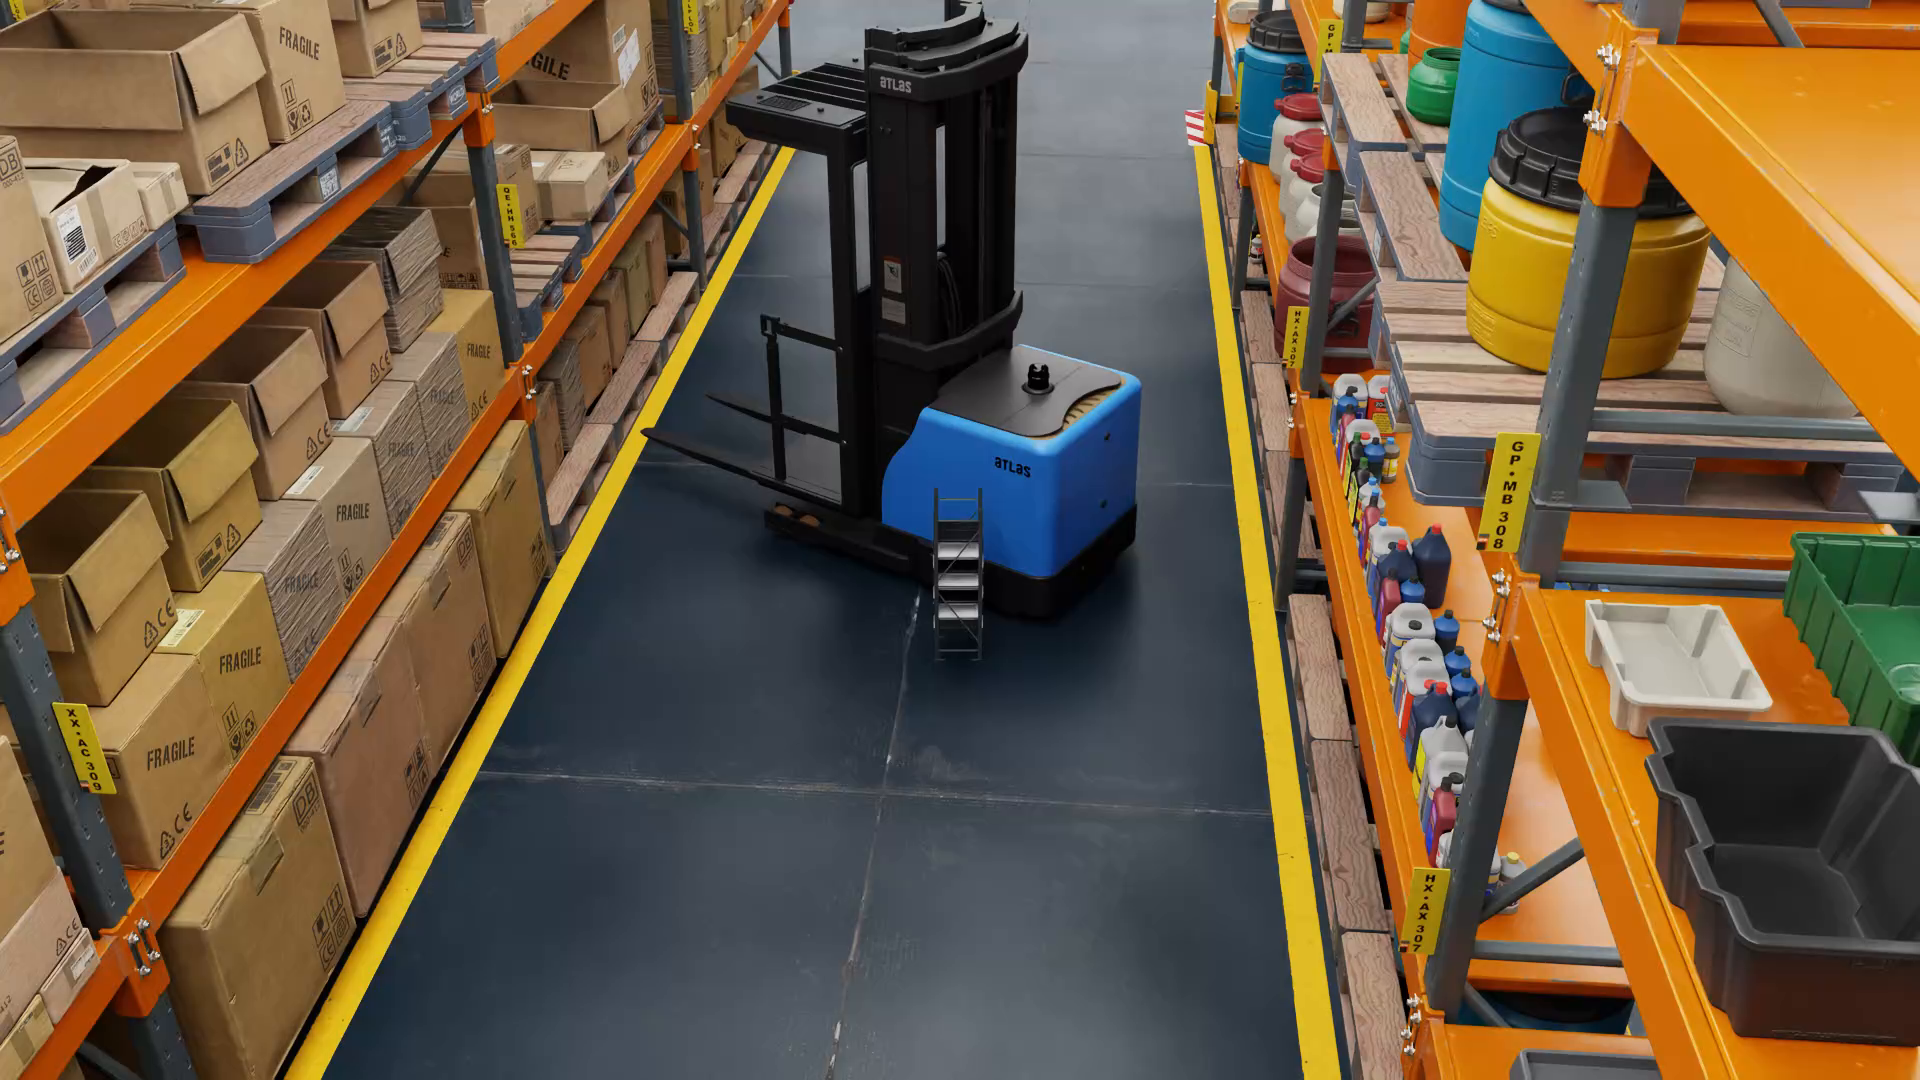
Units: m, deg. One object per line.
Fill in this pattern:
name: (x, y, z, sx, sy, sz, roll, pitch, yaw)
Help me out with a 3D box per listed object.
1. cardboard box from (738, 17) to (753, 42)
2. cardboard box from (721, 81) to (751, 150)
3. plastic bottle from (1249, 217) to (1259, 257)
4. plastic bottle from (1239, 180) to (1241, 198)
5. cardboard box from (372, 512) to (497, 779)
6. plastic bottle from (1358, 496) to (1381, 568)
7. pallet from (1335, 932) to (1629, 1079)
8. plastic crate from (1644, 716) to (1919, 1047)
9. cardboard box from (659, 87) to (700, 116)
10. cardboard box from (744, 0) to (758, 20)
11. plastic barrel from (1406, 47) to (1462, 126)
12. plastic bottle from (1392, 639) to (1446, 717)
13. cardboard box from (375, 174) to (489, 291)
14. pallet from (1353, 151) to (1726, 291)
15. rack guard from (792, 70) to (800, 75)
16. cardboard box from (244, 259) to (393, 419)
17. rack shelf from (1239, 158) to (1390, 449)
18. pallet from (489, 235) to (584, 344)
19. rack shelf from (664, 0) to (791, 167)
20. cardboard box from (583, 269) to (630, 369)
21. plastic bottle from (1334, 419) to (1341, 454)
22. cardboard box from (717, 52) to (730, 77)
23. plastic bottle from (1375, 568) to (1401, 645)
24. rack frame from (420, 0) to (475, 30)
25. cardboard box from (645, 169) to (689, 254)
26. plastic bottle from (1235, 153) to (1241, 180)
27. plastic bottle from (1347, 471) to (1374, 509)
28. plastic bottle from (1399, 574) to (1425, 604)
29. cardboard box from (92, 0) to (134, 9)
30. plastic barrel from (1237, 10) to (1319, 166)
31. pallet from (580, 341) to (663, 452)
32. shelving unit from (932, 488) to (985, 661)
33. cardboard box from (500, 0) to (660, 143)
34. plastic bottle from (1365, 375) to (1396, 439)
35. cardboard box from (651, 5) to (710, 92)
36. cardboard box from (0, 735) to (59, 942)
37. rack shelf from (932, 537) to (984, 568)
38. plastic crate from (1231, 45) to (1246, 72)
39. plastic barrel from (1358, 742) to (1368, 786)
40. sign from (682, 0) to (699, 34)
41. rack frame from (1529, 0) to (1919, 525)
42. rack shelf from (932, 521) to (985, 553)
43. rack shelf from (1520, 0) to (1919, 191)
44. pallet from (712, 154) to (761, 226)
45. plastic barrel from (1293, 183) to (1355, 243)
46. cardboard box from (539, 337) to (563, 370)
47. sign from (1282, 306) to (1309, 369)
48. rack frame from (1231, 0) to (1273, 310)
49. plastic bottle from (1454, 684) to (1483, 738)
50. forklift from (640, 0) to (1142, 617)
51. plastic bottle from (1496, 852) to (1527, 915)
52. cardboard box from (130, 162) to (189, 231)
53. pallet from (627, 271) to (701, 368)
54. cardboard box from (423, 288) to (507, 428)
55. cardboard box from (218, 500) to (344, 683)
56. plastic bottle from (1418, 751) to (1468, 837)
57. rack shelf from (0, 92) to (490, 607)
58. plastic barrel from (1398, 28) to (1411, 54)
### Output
cardboard box: (-1.934, -4.239, 13.789, 0.380, 0.149, 0.250, 2, 32, 4)
cardboard box: (-2.181, -3.768, 14.767, 0.500, 0.500, 0.500, 11, 33, 17)
plastic bottle: (2.223, -2.286, 12.551, 0.061, 0.283, 0.133, 4, 32, 6)
plastic bottle: (2.344, -2.941, 13.624, 0.097, 0.271, 0.097, 0, 32, 0)
cardboard box: (-2.907, 0.442, 7.579, 1.225, 0.875, 0.875, 3, 32, 4)
plastic bottle: (1.690, -0.034, 6.837, 0.061, 0.283, 0.133, 2, 32, 4)
pallet: (1.965, 1.979, 6.118, 1.003, 0.211, 1.213, 2, 32, 4)
plastic crate: (1.486, 0.610, 2.947, 0.497, 0.269, 0.590, 2, 32, 4)
cardboard box: (-2.107, -3.194, 12.093, 0.380, 0.149, 0.250, 2, 32, 4)
cardboard box: (-2.176, -4.649, 13.837, 0.875, 0.500, 0.500, 2, 32, 4)
plastic barrel: (1.871, -1.743, 6.389, 0.294, 0.245, 0.294, 0, 32, 0)
plastic bottle: (1.653, 0.501, 5.976, 0.152, 0.276, 0.135, 2, 32, 4)
cardboard box: (-2.746, -1.615, 8.796, 0.500, 0.500, 0.500, -1, 32, -2)
pallet: (1.917, -1.010, 5.631, 1.003, 0.211, 1.213, 2, 32, 4)
rack guard: (-2.105, -4.189, 15.851, 1.175, 0.500, 0.348, 2, 32, 4)
cardboard box: (-2.881, -0.857, 7.010, 0.797, 0.503, 0.637, 3, 32, 5)
rack shelf: (2.349, -1.638, 10.014, 1.077, 0.370, 4.000, 2, 32, 4)
pallet: (-2.798, -1.405, 9.134, 1.213, 0.211, 1.003, 2, 32, 4)
rack shelf: (-2.261, -3.941, 13.751, 1.077, 0.370, 4.000, 2, 32, 4)
cardboard box: (-2.599, -1.463, 11.008, 0.700, 0.500, 0.500, 0, 32, 0)
plastic bottle: (1.784, -0.491, 7.657, 0.097, 0.201, 0.097, 0, 32, 0)
cardboard box: (-2.009, -3.716, 12.940, 0.380, 0.149, 0.250, 2, 32, 4)
plastic bottle: (1.645, 0.254, 6.370, 0.061, 0.283, 0.133, 2, 32, 4)
rack frame: (-2.750, -3.663, 6.898, 1.000, 3.000, 0.127, 2, 32, 4)
cardboard box: (-2.352, -2.523, 12.748, 0.500, 0.500, 0.500, 2, 32, 2)
plastic bottle: (2.380, -3.172, 14.000, 0.097, 0.271, 0.097, 0, 32, 0)
plastic bottle: (1.744, -0.230, 7.233, 0.097, 0.201, 0.097, 0, 32, 0)
plastic bottle: (1.725, 0.253, 6.383, 0.097, 0.271, 0.097, 0, 32, 0)
cardboard box: (-7.158, -4.289, 13.488, 0.875, 0.550, 0.550, 2, 32, 4)
plastic barrel: (2.179, -3.014, 11.084, 0.600, 0.901, 0.708, 2, 32, 4)
pallet: (-2.583, -0.967, 10.898, 1.003, 0.211, 1.213, 2, 32, 4)
shelving unit: (-0.009, 0.180, 8.380, 0.258, 0.900, 0.210, 0, 32, 0)
cardboard box: (-2.629, -3.226, 10.934, 1.000, 1.000, 1.000, 3, 32, 4)
plastic bottle: (1.981, -0.626, 7.806, 0.152, 0.276, 0.135, 2, 32, 4)
cardboard box: (-2.326, -3.603, 12.139, 0.875, 0.500, 0.500, 2, 32, 4)
cardboard box: (-2.847, 0.852, 4.434, 0.500, 0.500, 0.500, 3, 32, 5)
rack shelf: (-0.009, 0.056, 8.303, 0.258, 0.077, 0.200, 0, 32, 0)
plastic crate: (2.392, -3.737, 12.987, 0.530, 0.136, 0.437, 2, 32, 4)
plastic barrel: (2.072, 0.797, 7.276, 0.600, 0.588, 0.708, 2, 32, 4)
sign: (-1.871, -3.672, 11.526, 0.100, 0.325, 0.005, 2, 32, 4)
rack frame: (1.861, -1.360, 3.160, 1.000, 3.000, 0.127, 2, 32, 4)
rack shelf: (-0.009, -0.021, 8.256, 0.258, 0.077, 0.200, 0, 32, 0)
rack shelf: (2.024, -1.930, 5.151, 1.077, 0.370, 4.000, 2, 32, 4)
pallet: (-2.308, -3.006, 14.207, 1.003, 0.211, 1.213, 2, 32, 4)
plastic barrel: (2.092, -1.713, 9.344, 0.421, 0.512, 0.421, 0, 32, 0)
cardboard box: (-2.692, -1.181, 9.837, 0.500, 0.250, 0.500, 6, 32, 10)
sign: (1.638, -0.987, 8.118, 0.100, 0.325, 0.005, 2, 32, 4)
rack frame: (2.512, -2.990, 11.522, 1.000, 3.000, 0.127, 2, 32, 4)
plastic bottle: (1.768, 0.630, 5.697, 0.144, 0.351, 0.185, 2, 32, 4)
forklift: (-0.519, -1.429, 9.056, 3.031, 2.935, 1.130, 19, 37, 28)
plastic bottle: (1.697, 1.054, 5.150, 0.097, 0.201, 0.097, 0, 32, 0)
cardboard box: (-2.805, -1.139, 5.499, 0.380, 0.149, 0.250, 1, 32, 2)
pallet: (-2.486, -1.607, 11.936, 1.003, 0.211, 1.213, 2, 32, 4)
cardboard box: (-2.543, -0.883, 8.009, 0.500, 0.500, 0.500, 3, 32, 5)
cardboard box: (-2.708, 0.185, 6.276, 0.500, 0.500, 0.500, 2, 32, 3)
plastic bottle: (1.601, 0.836, 5.434, 0.152, 0.276, 0.135, 2, 32, 4)
rack shelf: (-2.913, -1.034, 6.176, 1.077, 0.370, 4.000, 2, 32, 4)
plastic barrel: (2.156, -2.240, 7.595, 0.294, 0.245, 0.294, 0, 32, 0)
